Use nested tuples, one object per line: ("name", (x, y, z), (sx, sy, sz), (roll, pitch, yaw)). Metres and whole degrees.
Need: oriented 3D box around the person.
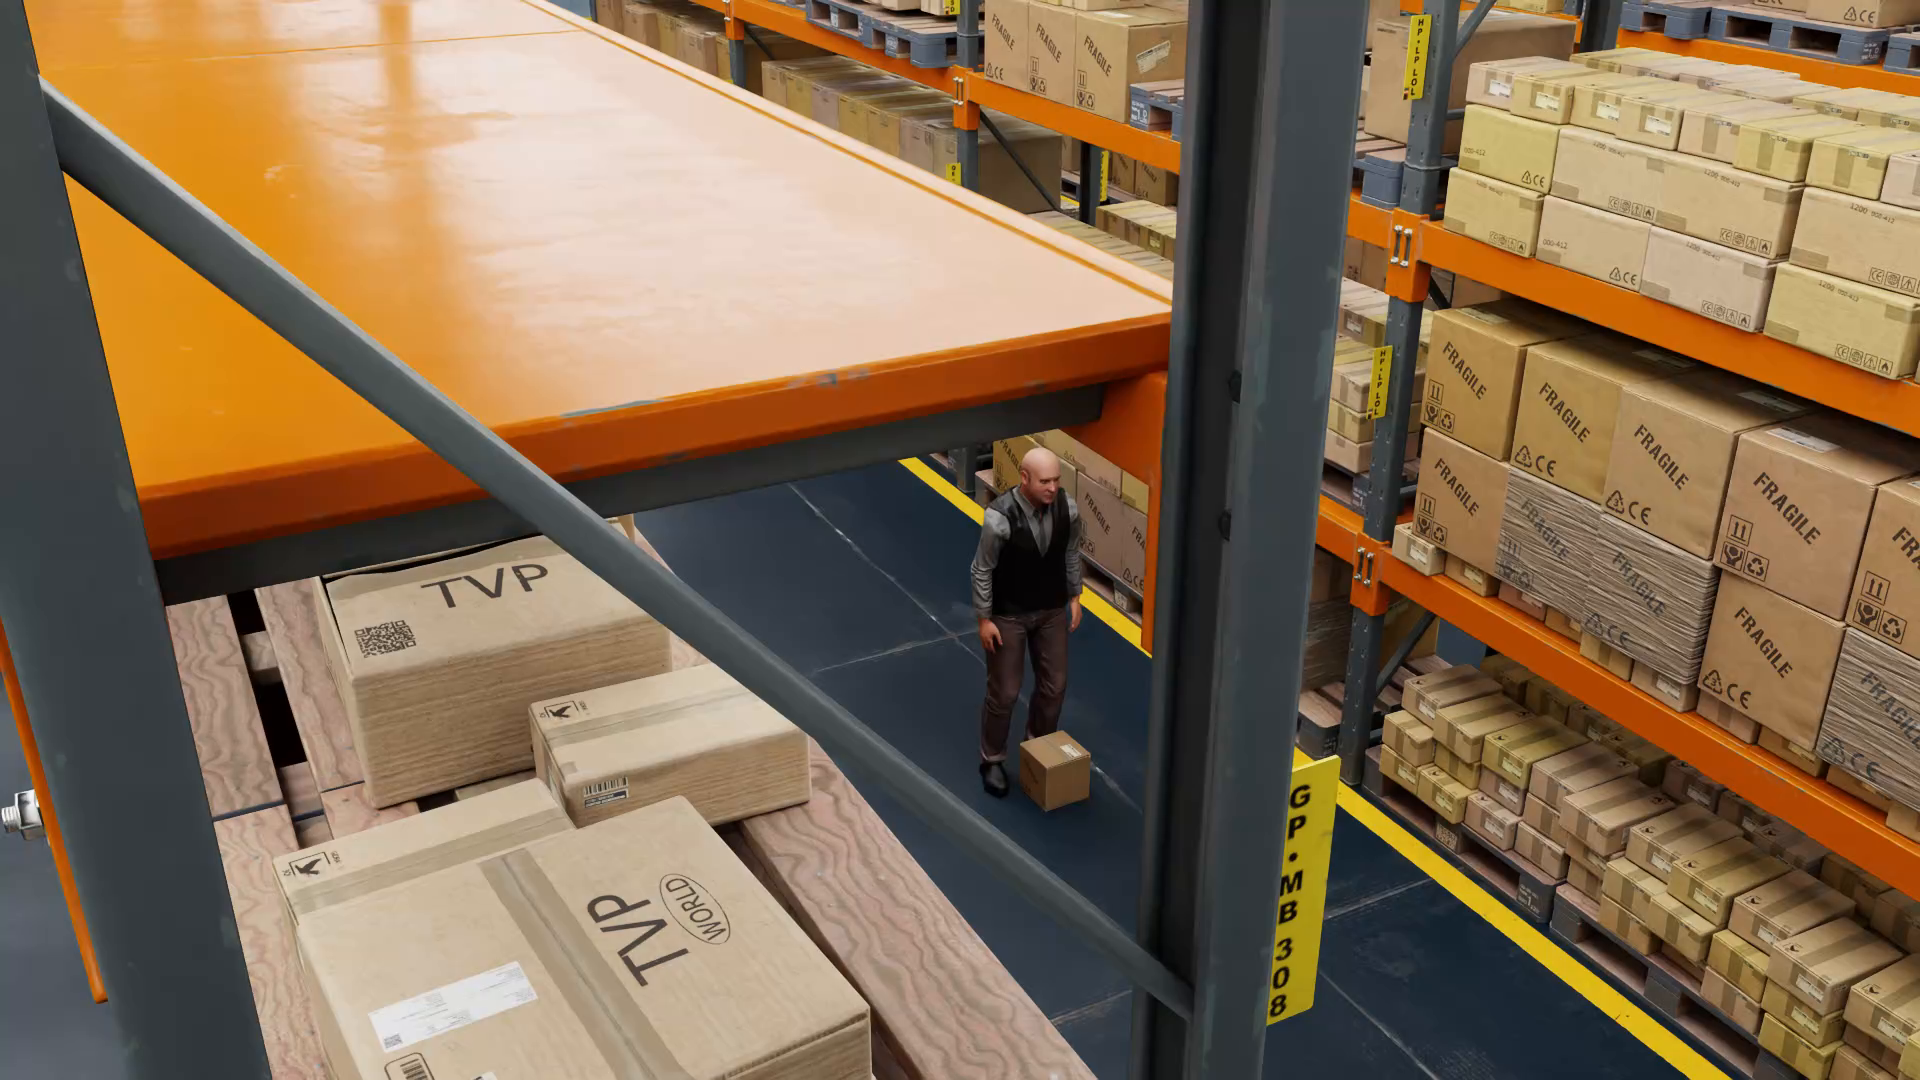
("person", (0.325, 0.351, 7.896), (0.580, 1.721, 0.461), (-13, 28, -25))
